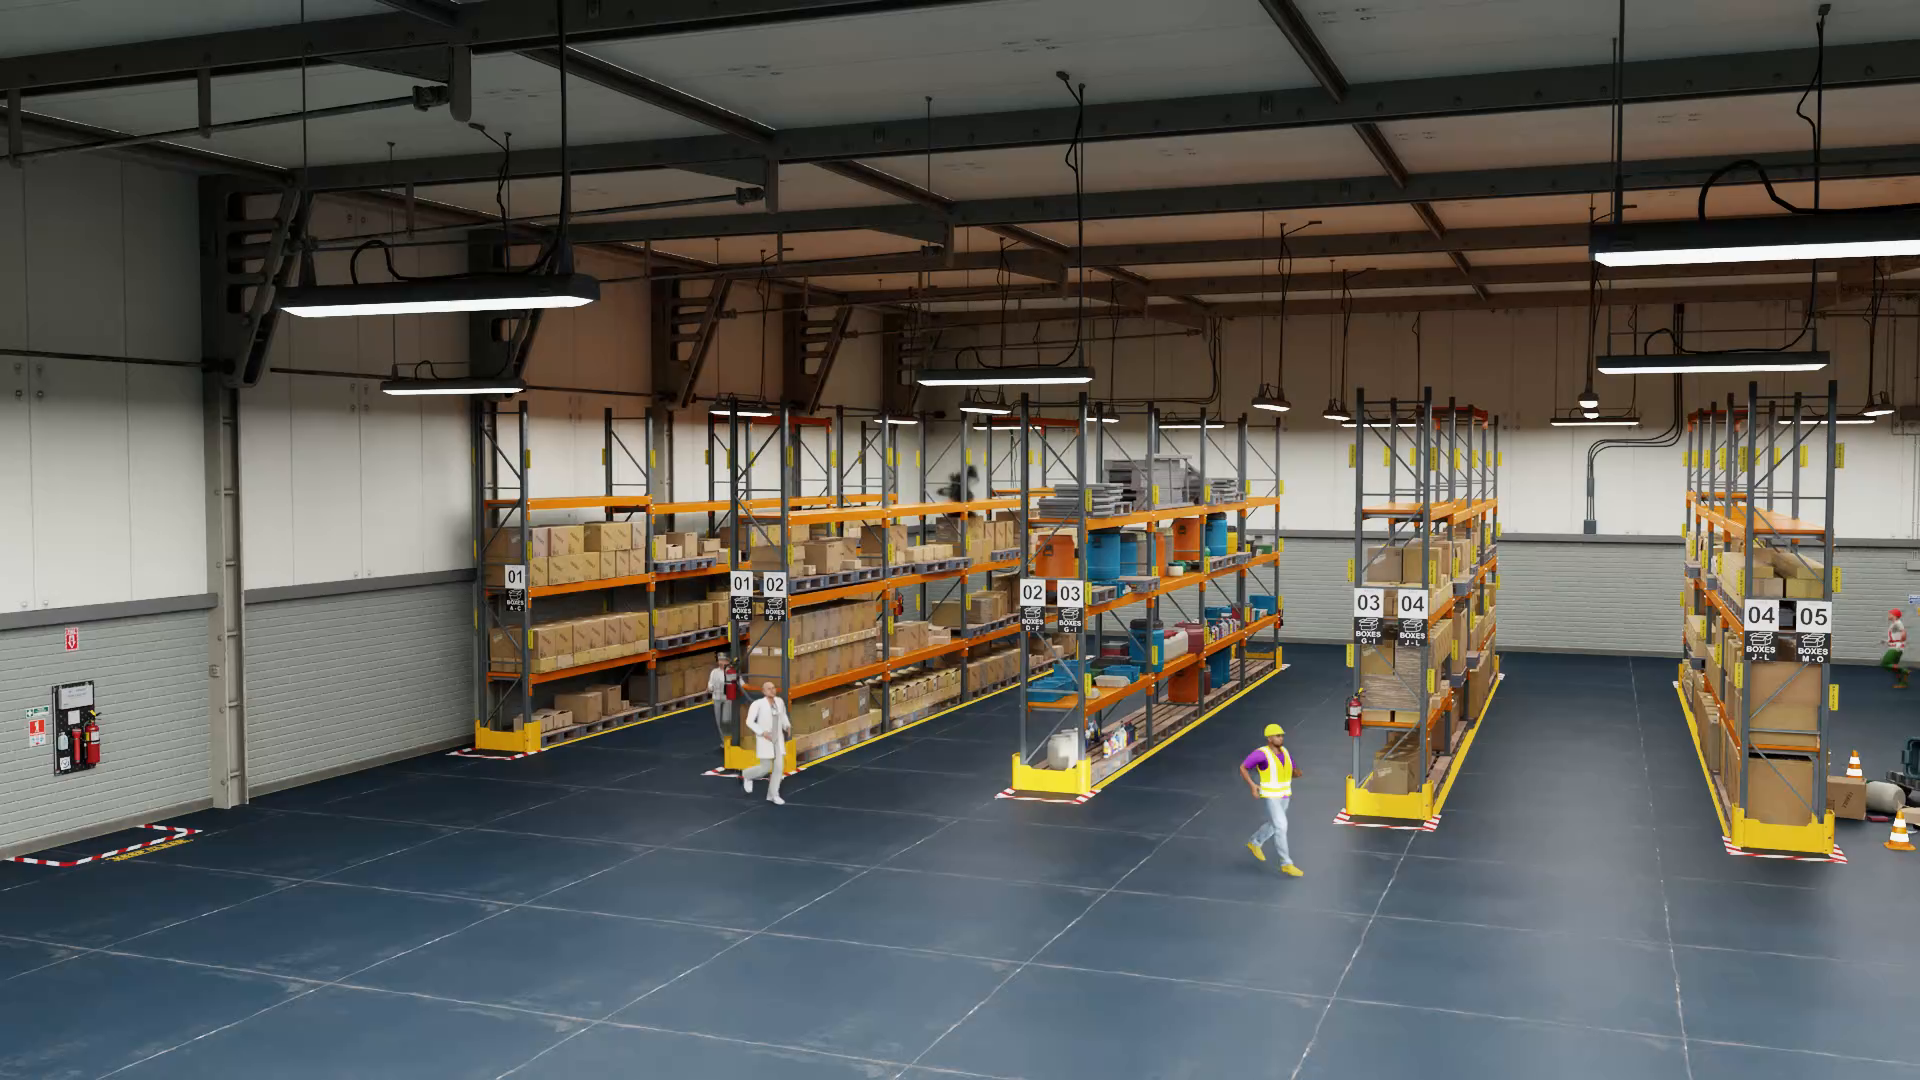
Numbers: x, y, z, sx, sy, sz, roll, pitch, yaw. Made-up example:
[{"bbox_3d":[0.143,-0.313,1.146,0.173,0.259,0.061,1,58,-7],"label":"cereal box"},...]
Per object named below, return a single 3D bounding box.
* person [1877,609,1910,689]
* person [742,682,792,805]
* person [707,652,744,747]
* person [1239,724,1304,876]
[{"bbox_3d":[20.343,2.373,36.229,0.650,1.739,0.696,2,3,30],"label":"person"},{"bbox_3d":[-2.817,2.951,24.380,0.717,1.769,0.835,-2,4,-39],"label":"person"},{"bbox_3d":[-4.072,2.773,28.585,0.596,1.685,0.614,0,3,10],"label":"person"},{"bbox_3d":[3.819,3.106,20.152,0.700,1.754,0.984,-2,4,-39],"label":"person"}]
